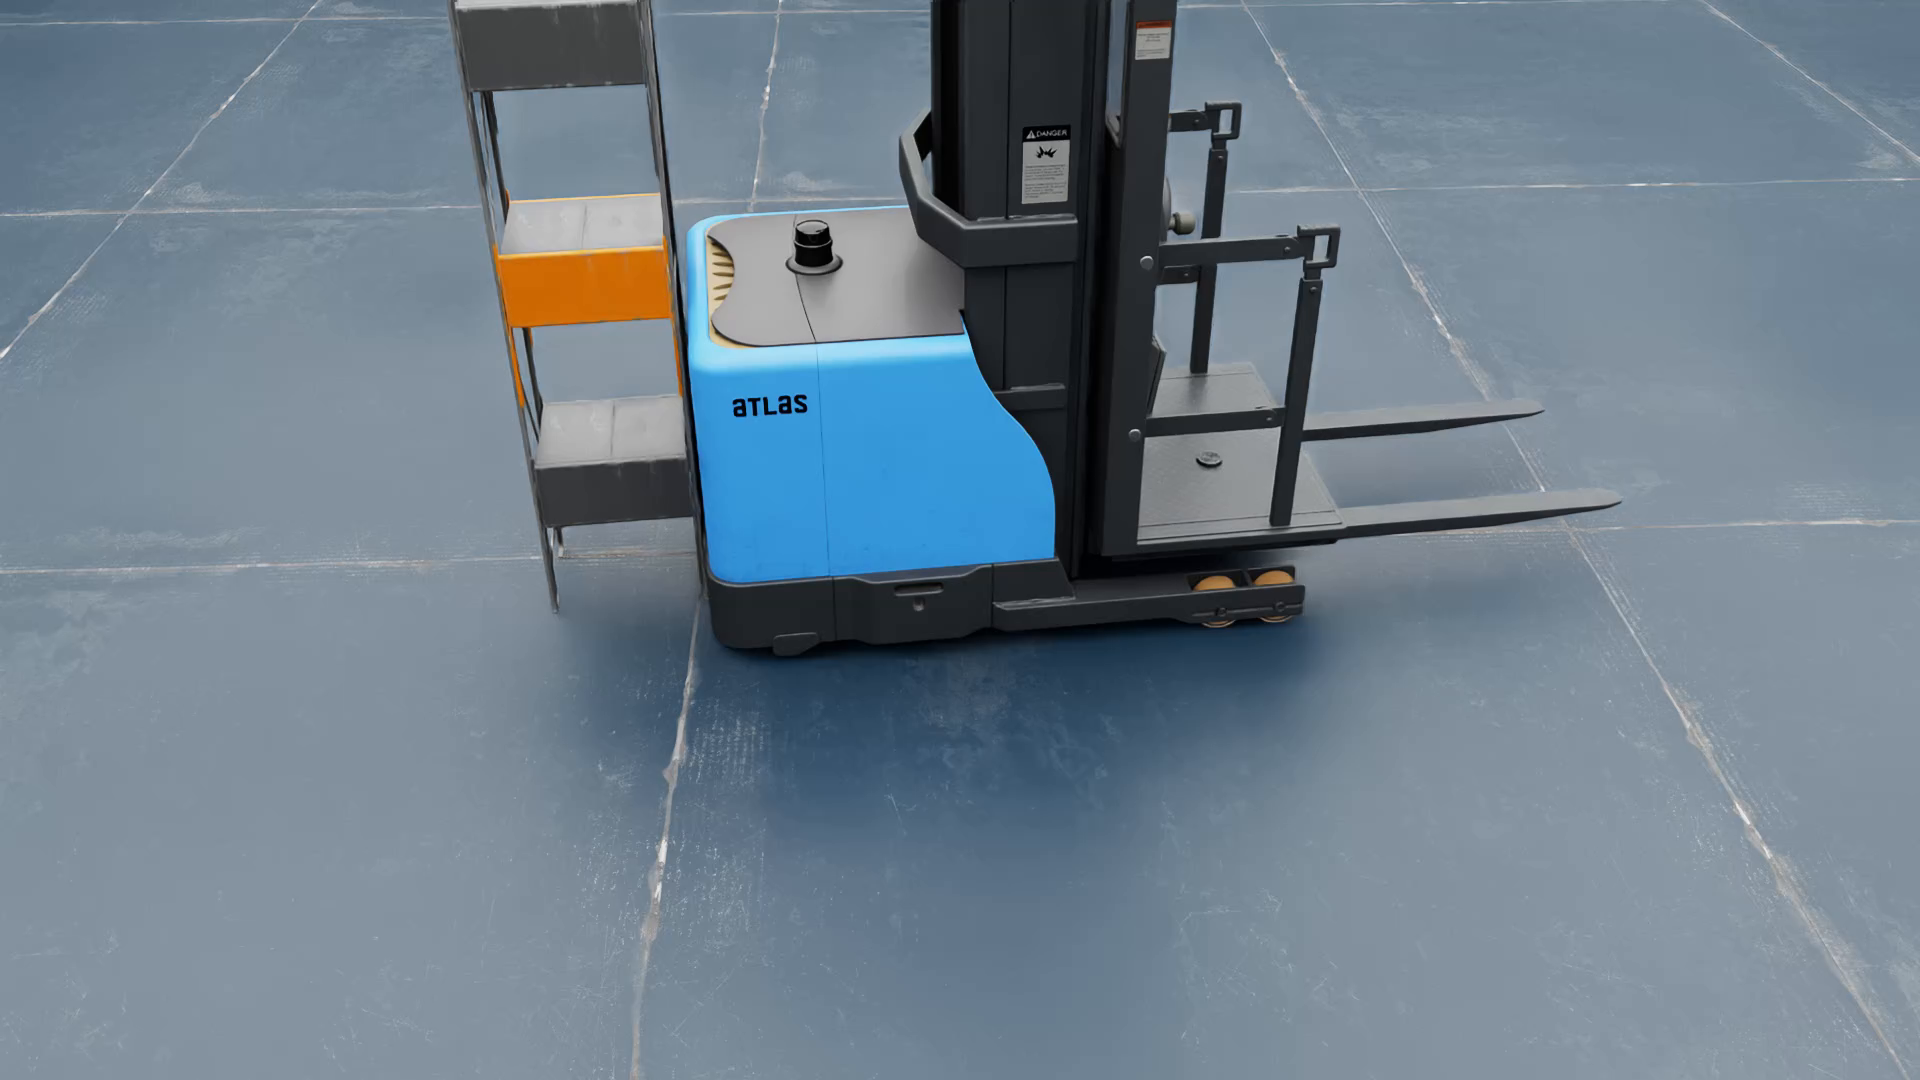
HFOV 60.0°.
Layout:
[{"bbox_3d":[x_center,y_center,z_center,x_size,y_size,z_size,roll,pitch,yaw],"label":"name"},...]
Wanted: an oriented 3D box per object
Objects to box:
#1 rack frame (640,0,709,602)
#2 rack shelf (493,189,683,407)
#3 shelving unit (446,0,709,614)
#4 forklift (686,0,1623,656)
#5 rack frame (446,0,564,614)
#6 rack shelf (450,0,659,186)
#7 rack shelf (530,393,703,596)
[{"bbox_3d":[-0.859,-0.774,5.023,0.015,2.100,0.400,-5,35,-7],"label":"rack frame"},{"bbox_3d":[-1.101,-0.743,5.003,0.480,0.518,0.431,-5,35,-7],"label":"rack shelf"},{"bbox_3d":[-1.101,-0.755,4.995,0.503,2.100,0.431,-5,35,-7],"label":"shelving unit"},{"bbox_3d":[0.667,-1.218,4.934,3.031,2.935,1.130,-5,35,-7],"label":"forklift"},{"bbox_3d":[-1.343,-0.735,4.967,0.015,2.100,0.400,-5,35,-7],"label":"rack frame"},{"bbox_3d":[-1.101,-1.319,4.605,0.480,0.518,0.431,-5,35,-7],"label":"rack shelf"},{"bbox_3d":[-1.101,-0.168,5.401,0.480,0.518,0.431,-5,35,-7],"label":"rack shelf"}]
